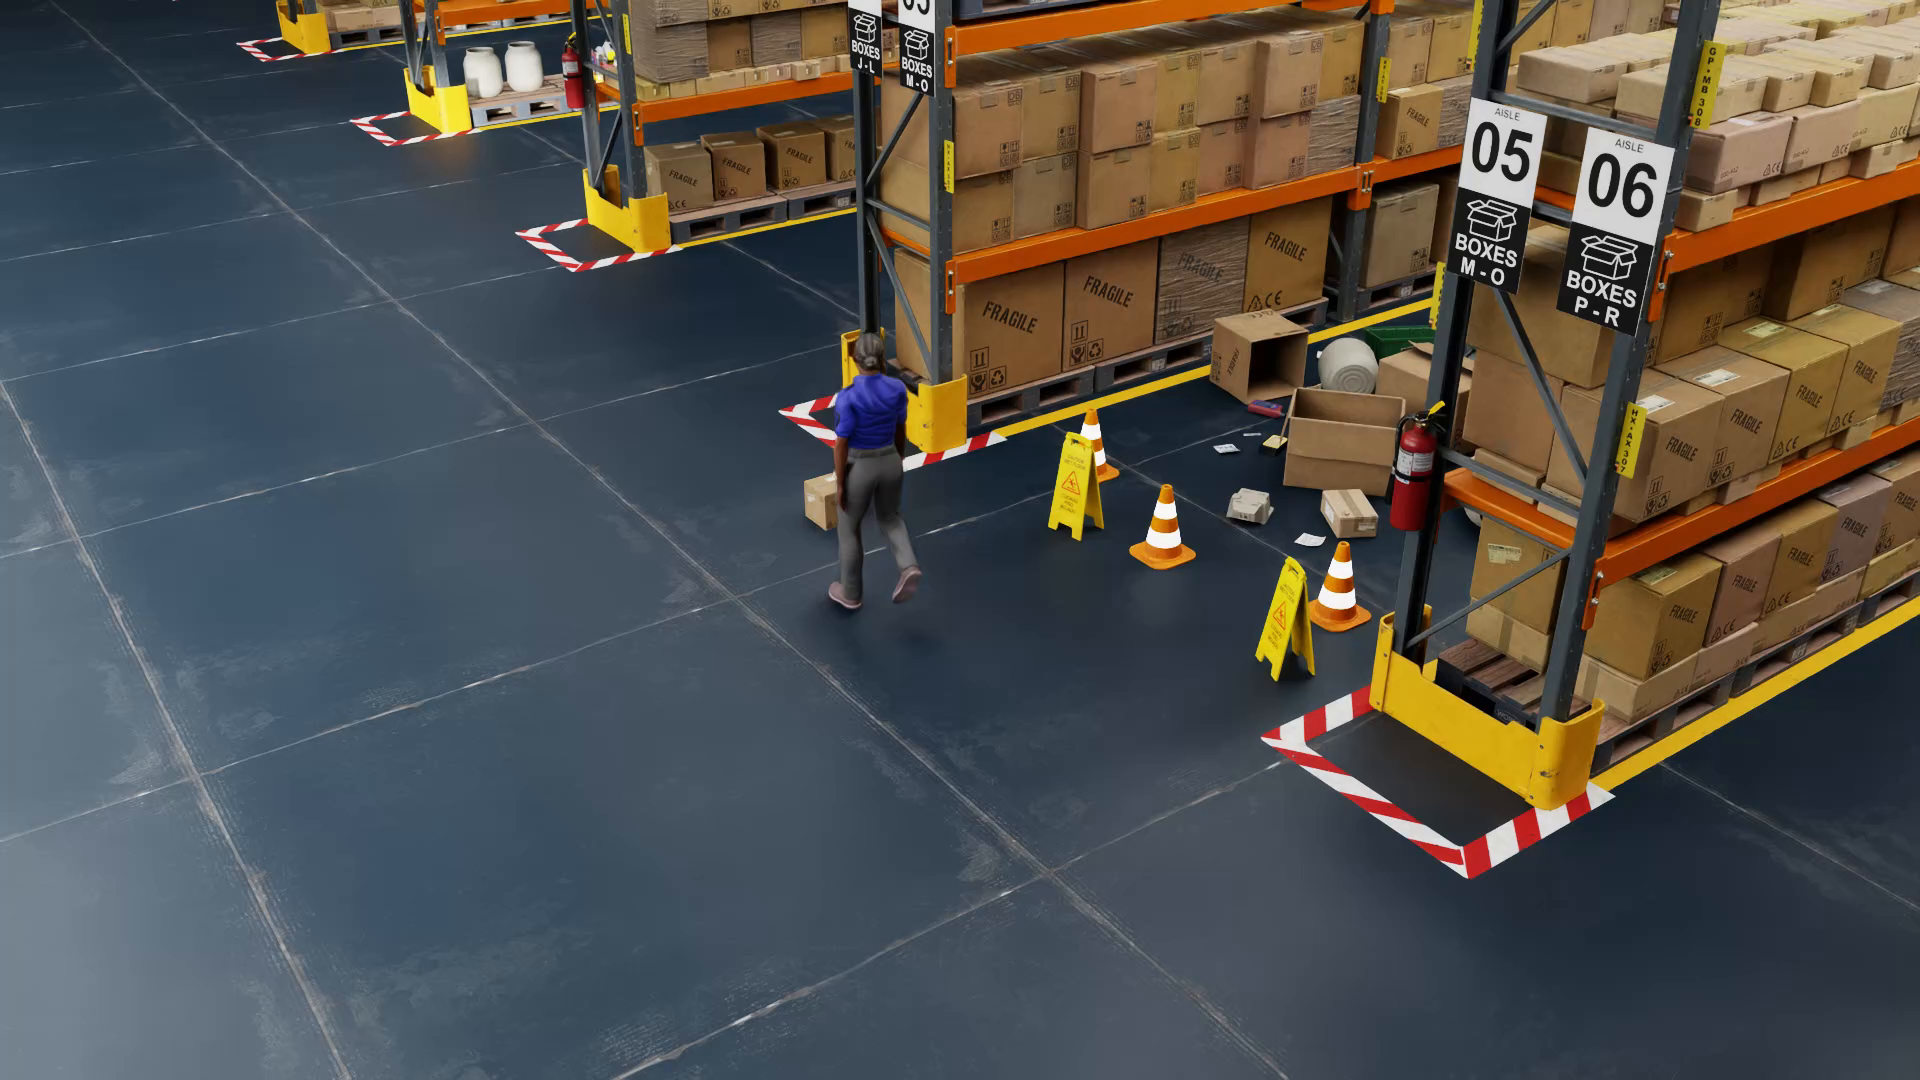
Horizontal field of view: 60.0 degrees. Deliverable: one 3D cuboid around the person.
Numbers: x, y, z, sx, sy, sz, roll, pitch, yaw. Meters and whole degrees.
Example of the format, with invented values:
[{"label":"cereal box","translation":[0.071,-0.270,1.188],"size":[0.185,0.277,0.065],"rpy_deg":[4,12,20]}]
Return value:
[{"label":"person","translation":[-0.474,-0.347,9.230],"size":[0.460,1.651,0.574],"rpy_deg":[-15,32,-25]}]
